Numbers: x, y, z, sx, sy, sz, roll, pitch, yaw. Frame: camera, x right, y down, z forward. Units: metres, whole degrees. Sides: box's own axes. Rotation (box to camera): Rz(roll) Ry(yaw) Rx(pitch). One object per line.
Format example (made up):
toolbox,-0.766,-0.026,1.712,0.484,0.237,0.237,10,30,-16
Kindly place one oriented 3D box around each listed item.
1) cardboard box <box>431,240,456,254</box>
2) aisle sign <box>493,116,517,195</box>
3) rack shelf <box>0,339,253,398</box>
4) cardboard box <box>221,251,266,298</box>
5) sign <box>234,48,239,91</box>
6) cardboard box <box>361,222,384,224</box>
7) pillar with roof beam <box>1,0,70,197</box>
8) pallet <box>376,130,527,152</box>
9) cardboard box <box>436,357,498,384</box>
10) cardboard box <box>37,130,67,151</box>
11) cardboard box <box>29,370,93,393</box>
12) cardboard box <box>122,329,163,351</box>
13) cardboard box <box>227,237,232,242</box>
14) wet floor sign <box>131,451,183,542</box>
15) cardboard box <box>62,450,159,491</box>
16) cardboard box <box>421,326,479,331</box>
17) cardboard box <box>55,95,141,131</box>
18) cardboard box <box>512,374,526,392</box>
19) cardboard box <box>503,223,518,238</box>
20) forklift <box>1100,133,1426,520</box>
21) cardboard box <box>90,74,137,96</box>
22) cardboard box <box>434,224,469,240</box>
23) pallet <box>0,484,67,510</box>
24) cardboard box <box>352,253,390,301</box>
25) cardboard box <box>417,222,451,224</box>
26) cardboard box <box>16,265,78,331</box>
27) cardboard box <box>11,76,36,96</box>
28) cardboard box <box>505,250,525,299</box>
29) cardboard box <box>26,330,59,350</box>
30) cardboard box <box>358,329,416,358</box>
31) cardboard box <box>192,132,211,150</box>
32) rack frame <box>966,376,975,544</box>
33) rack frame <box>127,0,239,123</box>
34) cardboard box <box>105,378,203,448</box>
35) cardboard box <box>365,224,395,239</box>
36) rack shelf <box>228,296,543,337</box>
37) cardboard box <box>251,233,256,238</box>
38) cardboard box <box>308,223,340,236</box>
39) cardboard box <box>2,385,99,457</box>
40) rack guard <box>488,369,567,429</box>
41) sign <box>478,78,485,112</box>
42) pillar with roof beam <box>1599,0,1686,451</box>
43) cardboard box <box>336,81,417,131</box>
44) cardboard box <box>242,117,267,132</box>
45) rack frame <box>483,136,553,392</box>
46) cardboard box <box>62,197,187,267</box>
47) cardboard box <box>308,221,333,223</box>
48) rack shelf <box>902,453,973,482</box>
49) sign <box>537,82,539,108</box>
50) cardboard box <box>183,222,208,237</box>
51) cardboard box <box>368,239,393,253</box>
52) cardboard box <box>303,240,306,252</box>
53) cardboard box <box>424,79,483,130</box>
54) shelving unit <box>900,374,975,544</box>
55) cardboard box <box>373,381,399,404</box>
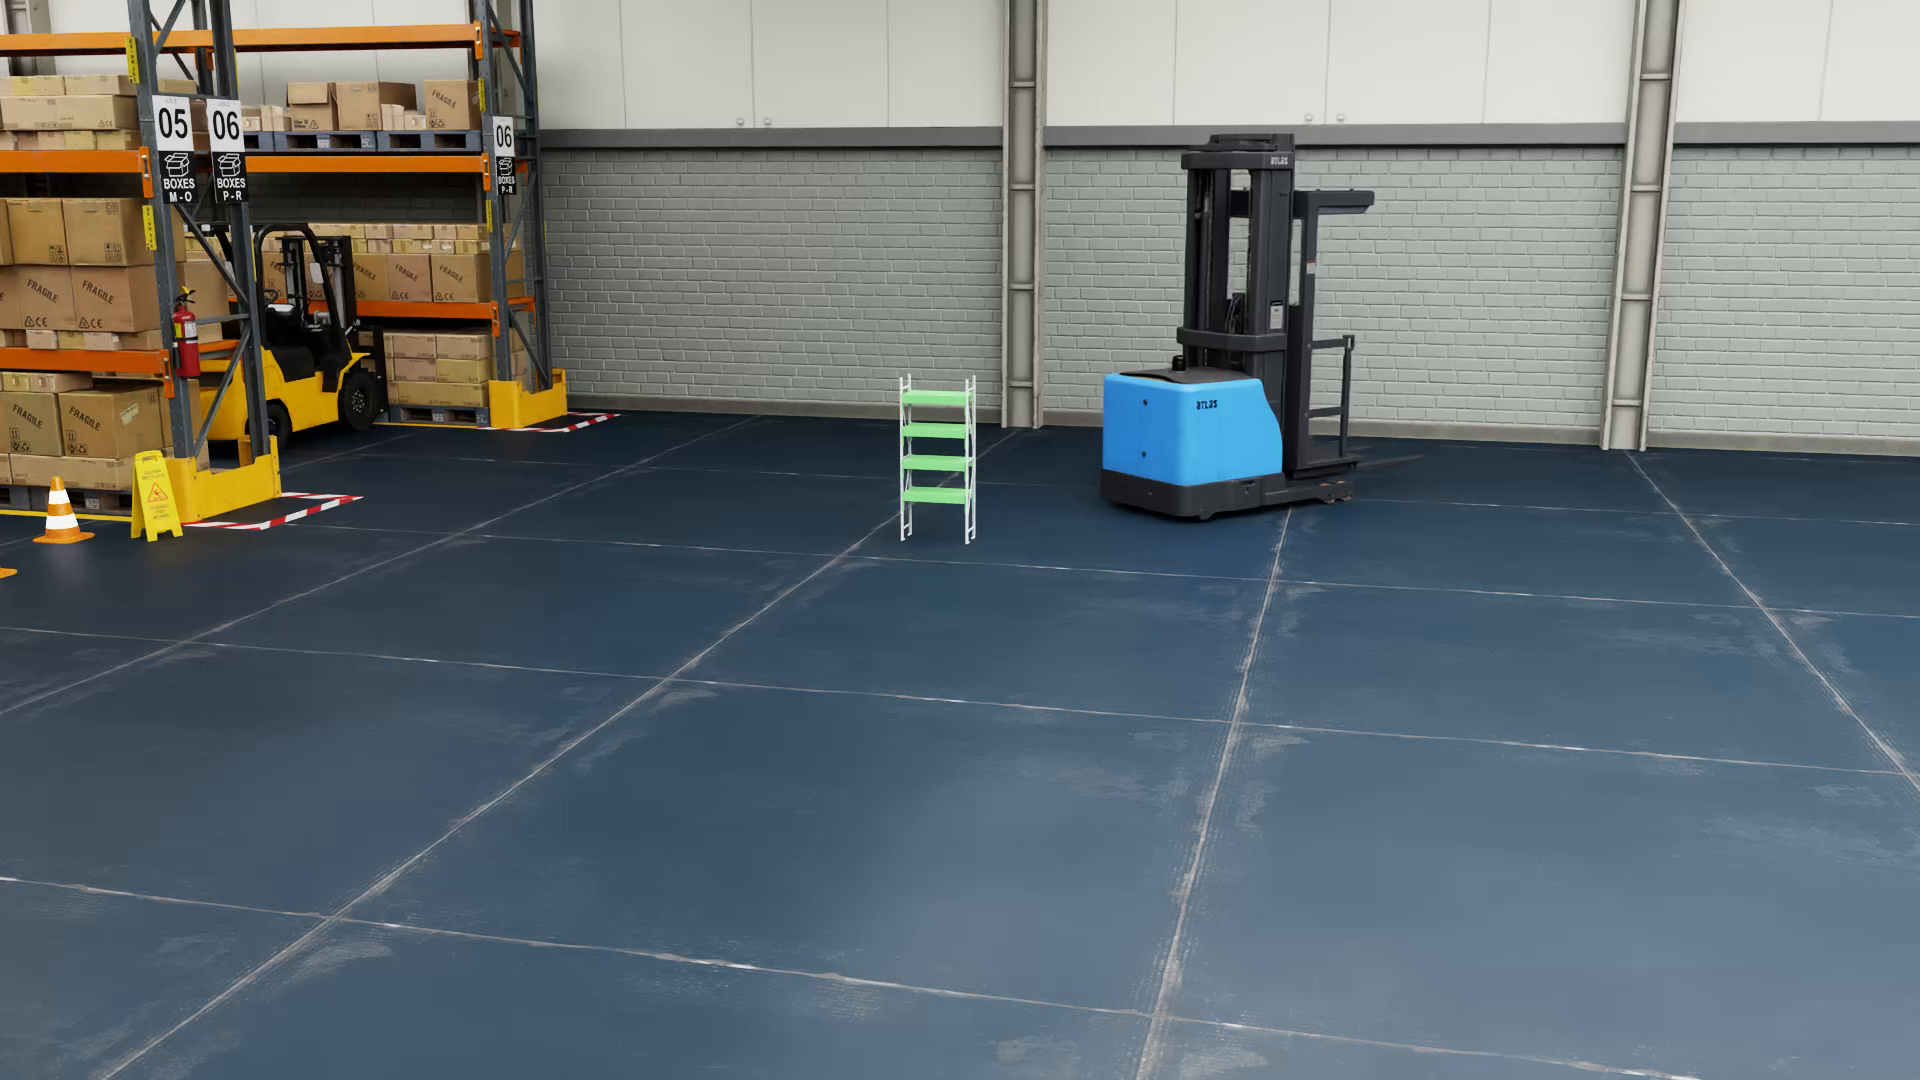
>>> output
cardboard box,-5.359,-3.098,17.543,0.250,0.149,0.380,3,13,14
aisle sign,-4.707,-3.970,17.201,0.004,0.787,0.394,3,13,14
rack shelf,-7.828,-1.475,13.617,4.000,0.370,1.077,3,13,14
cardboard box,-7.706,-2.921,18.244,0.500,0.500,0.500,3,13,15
sign,-5.756,-3.727,13.166,0.005,0.325,0.100,3,13,14
cardboard box,-6.470,-3.426,18.333,0.250,0.149,0.380,3,13,14
pillar with roof beam,-12.017,-5.327,15.467,0.400,9.000,9.100,3,13,14
pallet,-5.381,-4.230,17.651,1.213,0.211,1.003,3,13,14
cardboard box,-5.248,-1.832,17.792,0.500,0.250,0.500,3,13,13
cardboard box,-6.799,-3.051,12.713,0.250,0.149,0.380,3,13,15
cardboard box,-7.099,-1.259,13.134,0.250,0.149,0.380,3,13,15
cardboard box,-6.300,-1.574,12.983,0.250,0.149,0.380,4,13,15
cardboard box,-7.826,-3.247,18.214,0.250,0.149,0.380,3,13,13
wet floor sign,-5.958,-0.338,12.268,0.232,0.644,0.267,8,15,33
cardboard box,-6.758,-0.572,13.263,0.500,0.250,0.500,3,13,13
cardboard box,-5.608,-2.207,18.326,0.500,0.250,0.500,3,13,14
cardboard box,-6.447,-3.229,12.595,0.500,0.250,0.500,3,13,13
cardboard box,-5.130,-1.696,18.329,0.500,0.250,0.500,3,13,14
cardboard box,-4.975,-3.339,17.944,0.250,0.149,0.380,3,13,12
forklift,2.634,-1.811,13.628,3.031,2.935,1.130,-9,15,-34
cardboard box,-6.285,-3.409,12.486,0.250,0.149,0.380,3,13,14
cardboard box,-5.345,-3.257,17.576,0.250,0.149,0.380,3,13,14
pallet,-7.921,-0.478,13.902,1.213,0.211,1.003,3,13,14
cardboard box,-6.240,-2.841,17.882,0.500,0.500,0.500,3,13,12
cardboard box,-5.718,-3.387,18.158,0.250,0.149,0.380,3,13,14
cardboard box,-6.964,-1.913,13.015,0.500,0.500,0.500,3,13,14
cardboard box,-7.012,-3.464,12.734,0.250,0.149,0.380,3,13,14
cardboard box,-5.115,-2.899,18.145,0.500,0.500,0.500,3,13,15
cardboard box,-7.074,-1.589,13.049,0.250,0.149,0.380,3,13,15
cardboard box,-6.211,-2.125,17.955,0.500,0.250,0.500,3,13,14
cardboard box,-6.130,-3.149,13.159,0.250,0.149,0.380,3,13,14
rack frame,0.076,-0.582,12.085,0.015,1.200,0.240,3,13,14
rack frame,-5.886,-4.651,12.421,0.127,3.000,1.000,3,13,14
cardboard box,-6.626,-1.052,13.698,0.500,0.500,0.500,3,13,12
cardboard box,-6.109,-3.284,17.696,0.250,0.149,0.380,3,13,15
rack shelf,-6.642,-2.519,18.322,4.000,0.370,1.077,3,13,14
cardboard box,-7.595,-3.365,18.059,0.250,0.149,0.380,3,13,15
cardboard box,-6.829,-3.346,17.976,0.250,0.149,0.380,3,13,14
cardboard box,-7.234,-0.964,13.301,0.500,0.500,0.500,4,13,16
rack guard,-4.677,-1.545,18.042,0.348,0.500,1.175,3,13,14
sign,-4.844,-4.511,16.853,0.005,0.325,0.100,3,13,14
pillar with roof beam,5.459,-4.393,11.257,0.400,9.000,9.100,3,13,14
cardboard box,-6.159,-4.579,17.592,0.500,0.500,0.700,3,13,14
cardboard box,-7.475,-4.442,17.786,0.250,0.149,0.380,3,13,15
rack frame,-4.700,-2.766,17.777,0.127,3.000,1.000,3,13,14
cardboard box,-6.434,-2.385,12.832,0.500,0.500,0.700,3,13,12
cardboard box,-7.203,-3.481,18.585,0.250,0.149,0.380,3,13,13
rack shelf,-0.161,-0.532,12.156,0.480,0.148,0.258,3,13,14
sign,-4.561,-4.812,17.873,0.005,0.325,0.100,3,13,14
cardboard box,-8.345,-3.406,18.243,0.250,0.149,0.380,3,13,15
cardboard box,-6.105,-3.143,17.748,0.250,0.149,0.380,3,13,12
cardboard box,-7.101,-3.195,17.981,0.250,0.149,0.380,3,13,12
cardboard box,-5.188,-4.505,17.257,0.500,0.500,0.500,3,13,15
shelving unit,-0.161,-0.594,12.142,0.503,1.200,0.258,3,13,14
cardboard box,-6.196,-1.643,18.090,0.500,0.250,0.500,3,13,14
